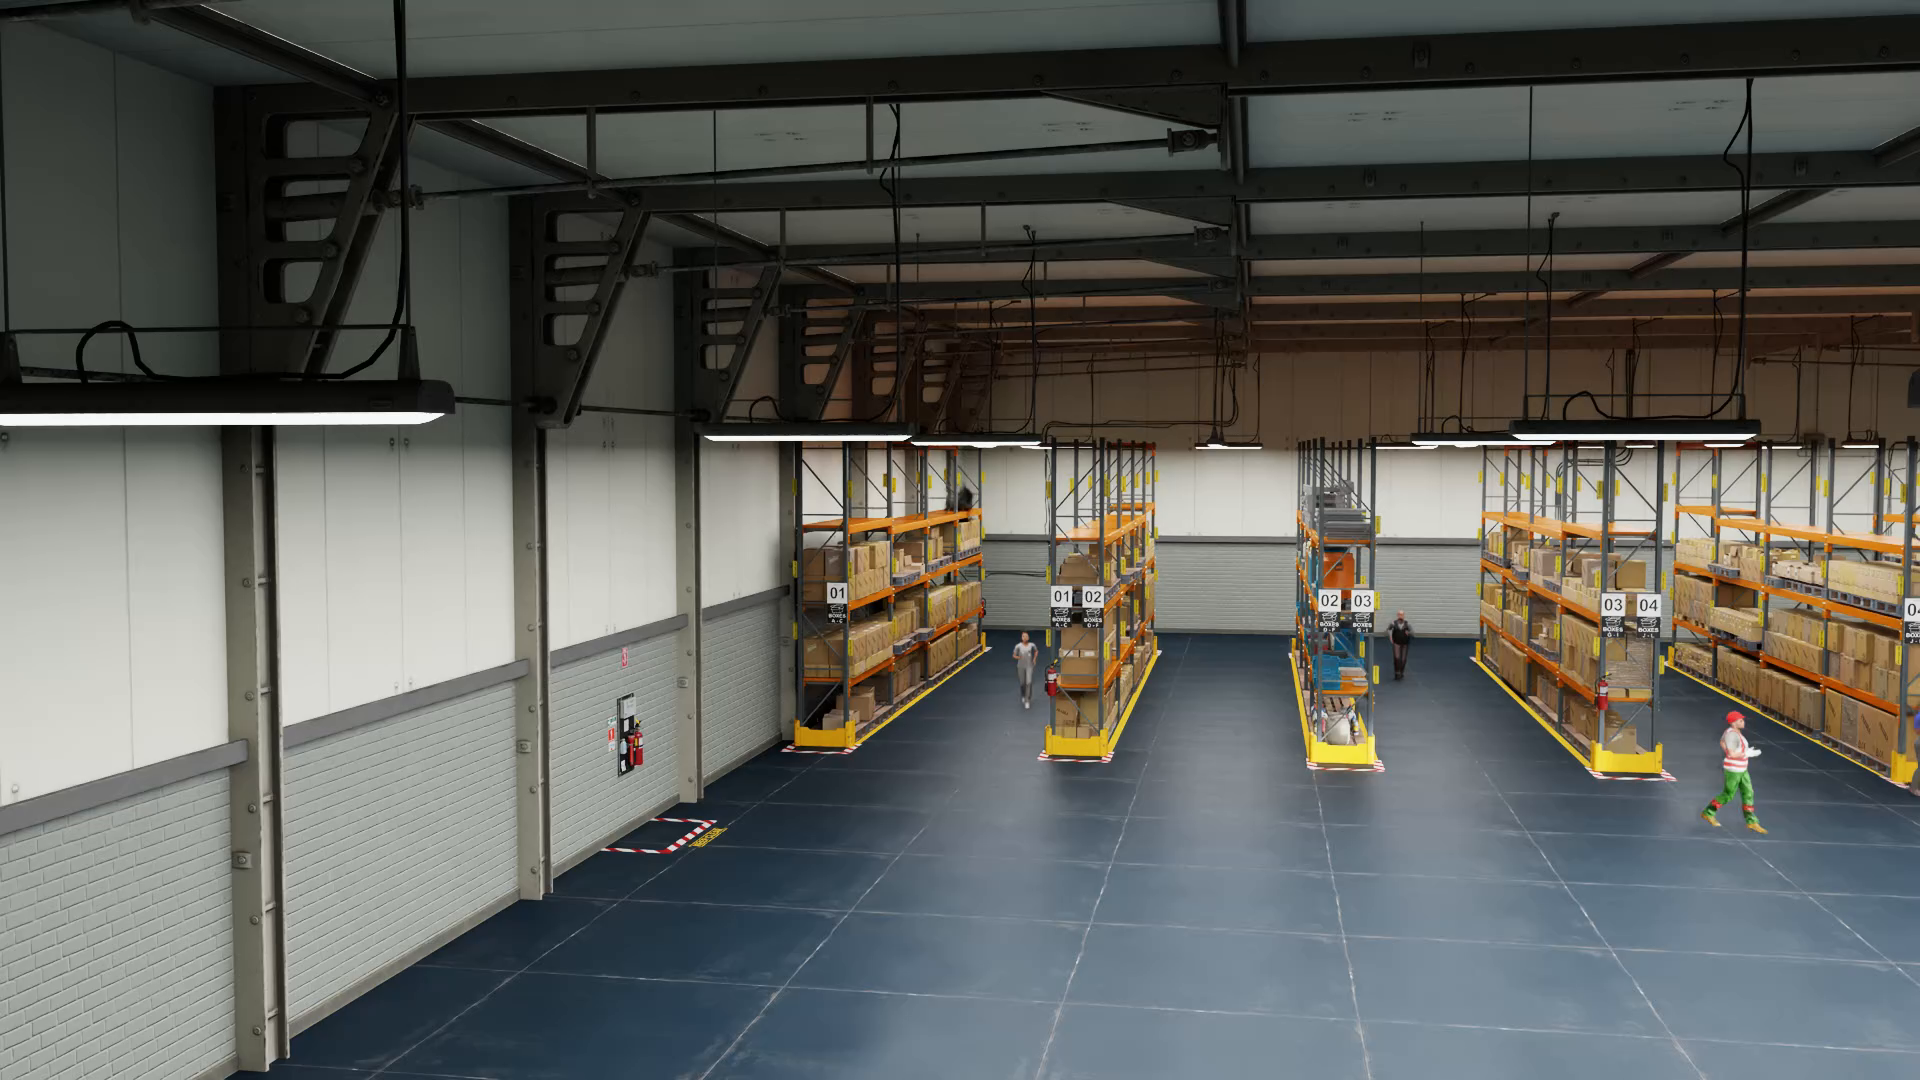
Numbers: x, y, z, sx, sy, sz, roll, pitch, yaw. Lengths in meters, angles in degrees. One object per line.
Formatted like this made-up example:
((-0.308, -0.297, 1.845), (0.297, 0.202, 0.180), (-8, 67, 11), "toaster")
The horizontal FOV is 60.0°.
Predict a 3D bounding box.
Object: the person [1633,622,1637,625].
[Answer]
((17.639, 2.696, 43.433), (0.619, 1.521, 0.934), (1, 3, 20), "person")

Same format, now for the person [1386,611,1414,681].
((11.054, 2.663, 41.730), (0.637, 1.773, 0.715), (0, 3, 6), "person")

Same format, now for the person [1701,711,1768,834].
((11.658, 3.476, 24.997), (0.901, 1.809, 0.648), (2, 4, 37), "person")

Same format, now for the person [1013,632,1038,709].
((1.462, 2.890, 37.322), (0.565, 1.668, 0.951), (0, 3, 3), "person")

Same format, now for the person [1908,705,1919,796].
((16.124, 3.449, 27.649), (0.594, 1.666, 0.579), (-2, 4, -31), "person")
